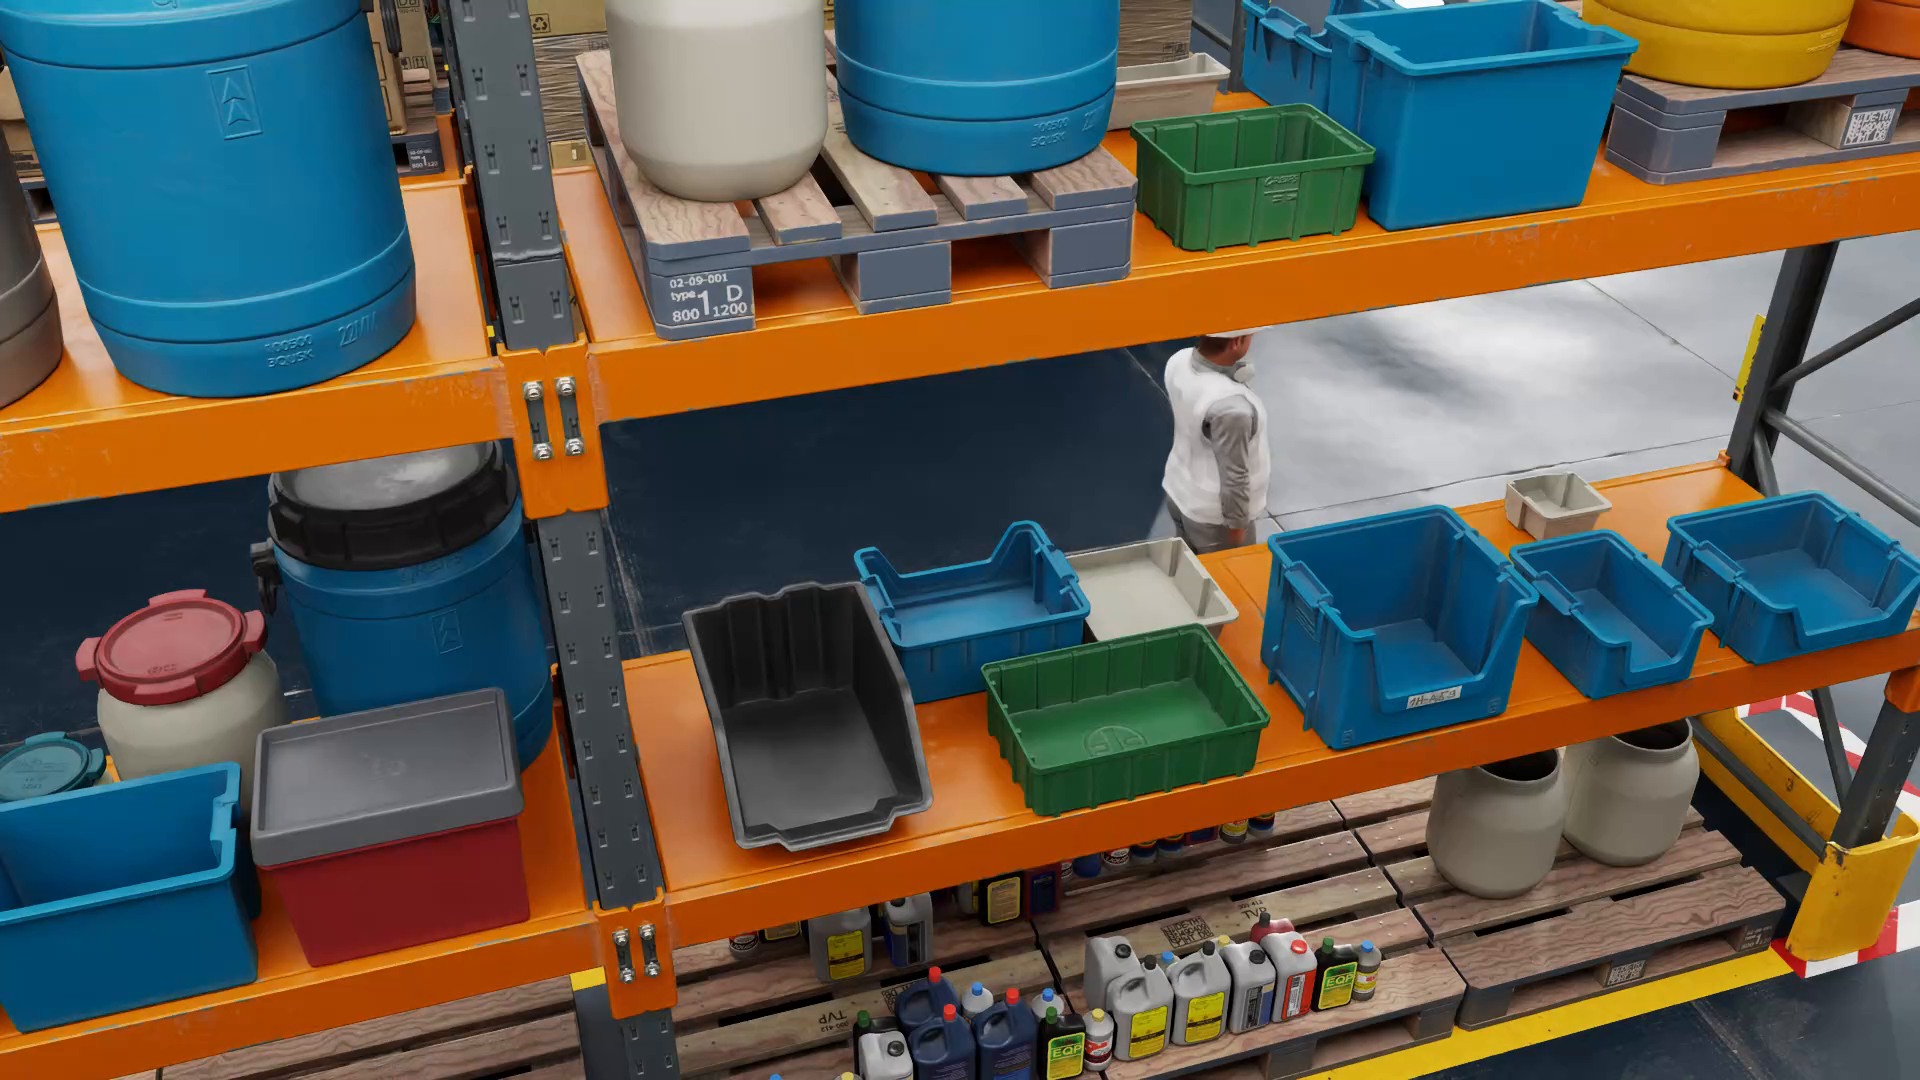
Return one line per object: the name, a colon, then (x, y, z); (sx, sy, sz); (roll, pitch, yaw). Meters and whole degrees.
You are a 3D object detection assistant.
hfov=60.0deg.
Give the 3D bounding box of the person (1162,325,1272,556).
person: (0.965, -0.158, 6.369); (0.359, 1.773, 0.533); (-9, 35, -14)
